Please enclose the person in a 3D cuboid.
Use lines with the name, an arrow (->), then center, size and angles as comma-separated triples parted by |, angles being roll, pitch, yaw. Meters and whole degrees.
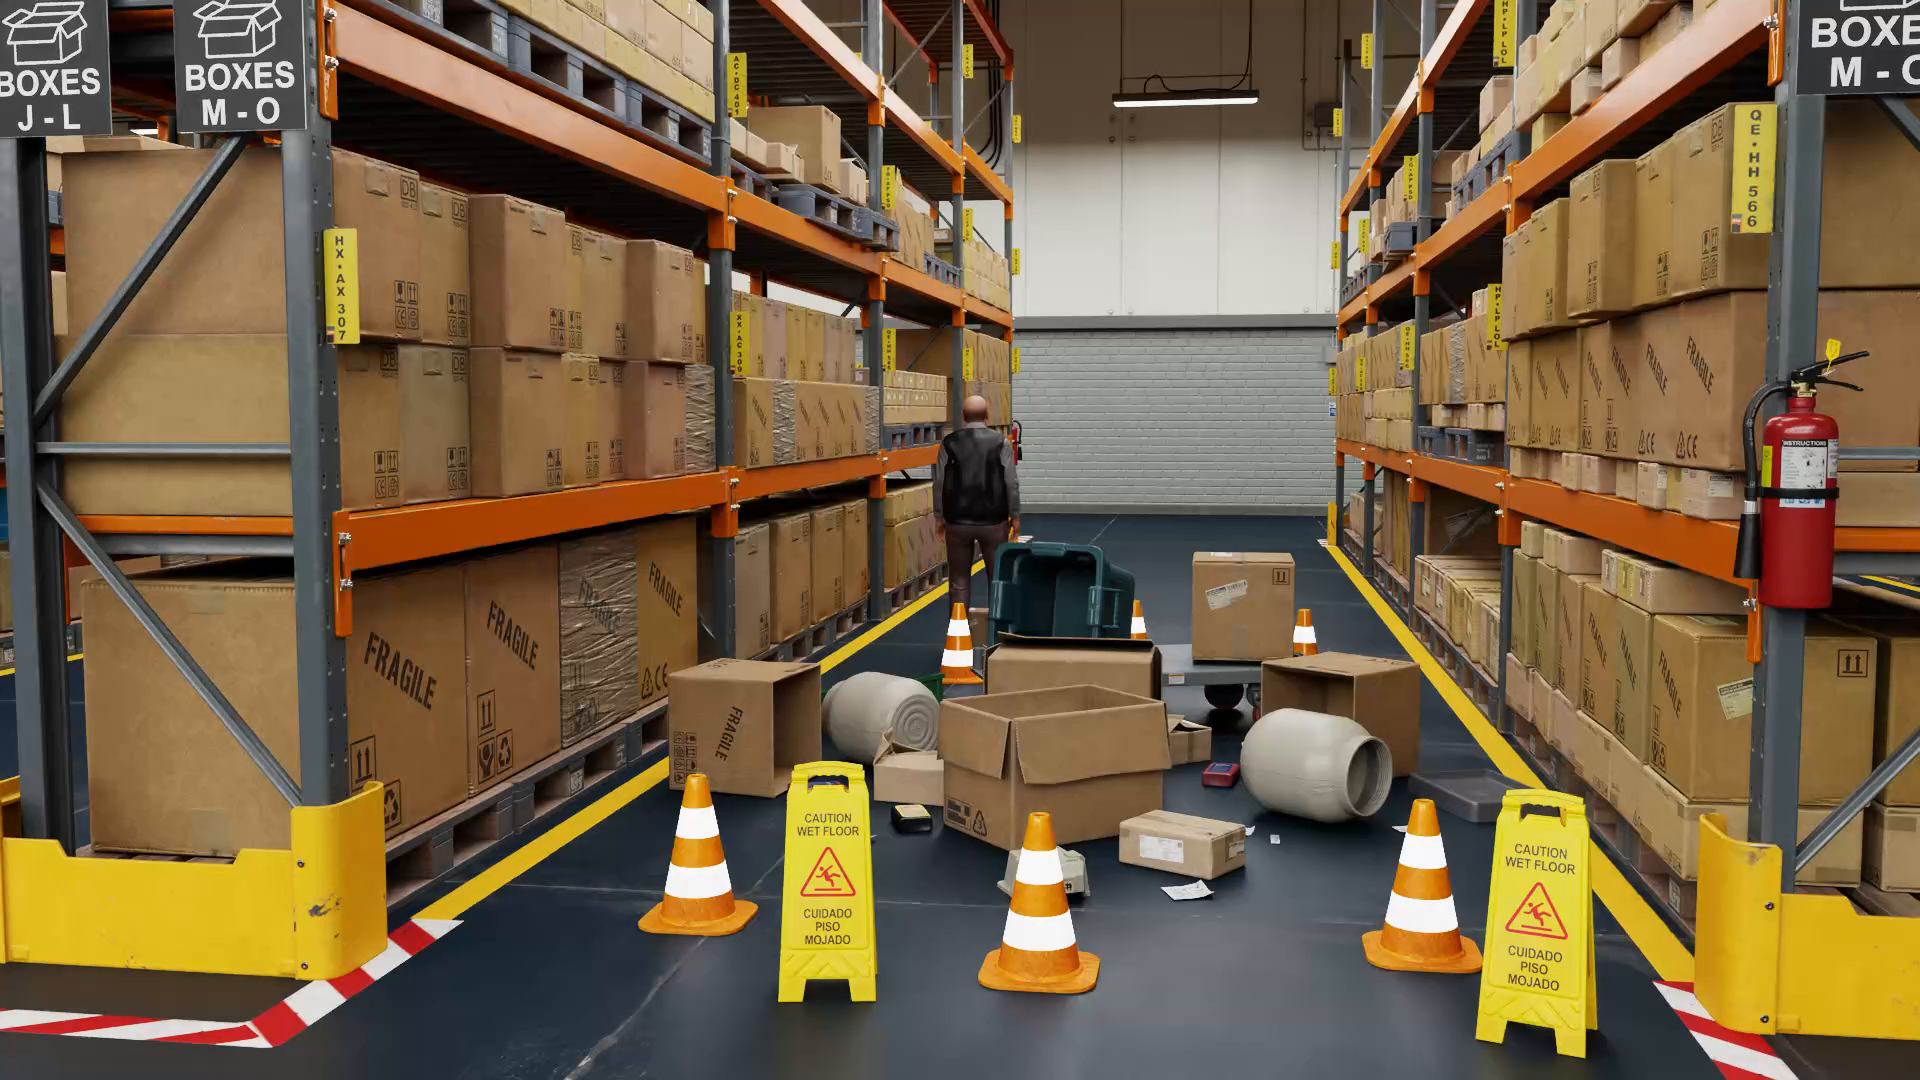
person -> 0.109, -0.132, 11.129 | 0.587, 1.664, 0.412 | 1, 4, 8
